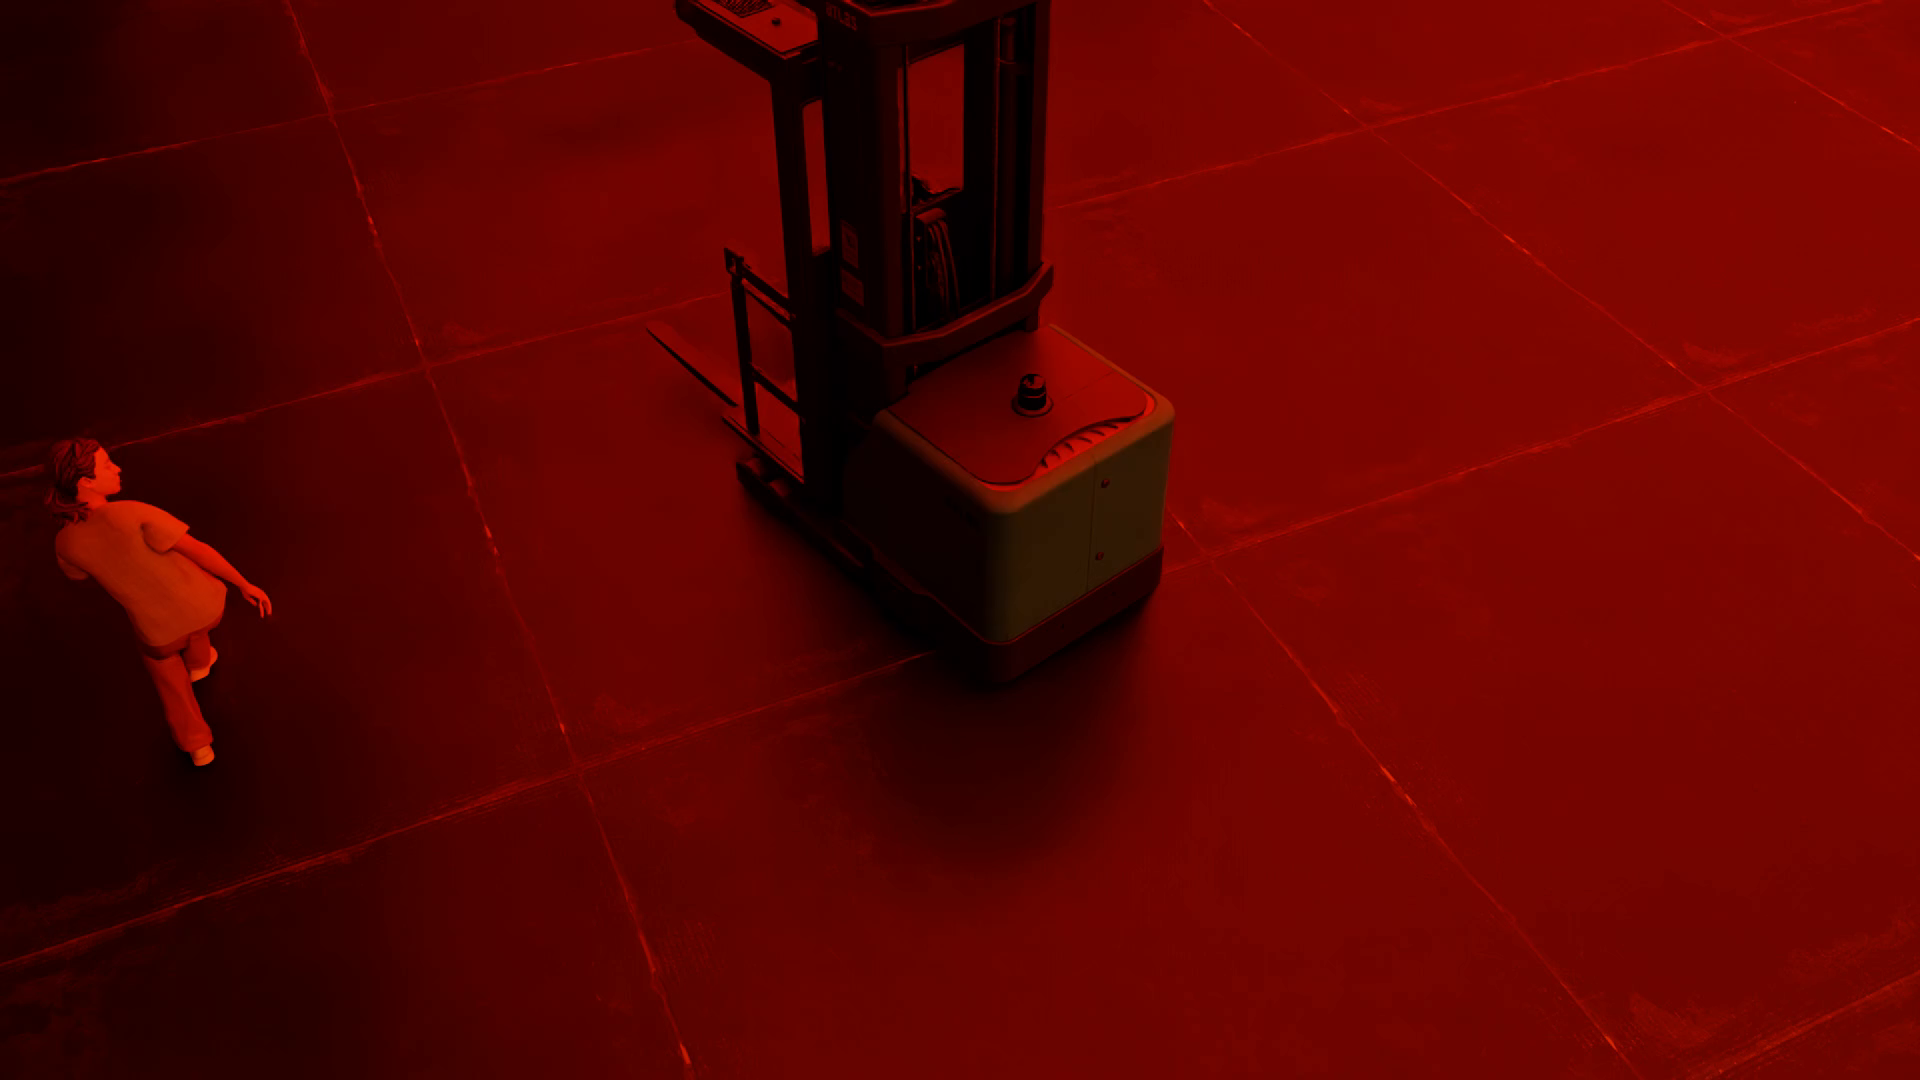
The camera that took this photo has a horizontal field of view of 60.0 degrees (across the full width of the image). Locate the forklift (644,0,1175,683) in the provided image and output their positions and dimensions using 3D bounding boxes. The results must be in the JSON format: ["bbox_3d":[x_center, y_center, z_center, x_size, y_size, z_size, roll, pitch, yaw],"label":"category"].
[{"bbox_3d":[-0.426,-1.400,7.180,1.130,2.935,3.031,-30,51,-28],"label":"forklift"}]

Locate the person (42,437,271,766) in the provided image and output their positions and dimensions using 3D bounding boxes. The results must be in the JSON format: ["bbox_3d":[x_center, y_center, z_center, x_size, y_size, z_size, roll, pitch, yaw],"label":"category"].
[{"bbox_3d":[-3.117,0.163,6.582,0.685,1.487,0.740,-17,46,-17],"label":"person"}]
